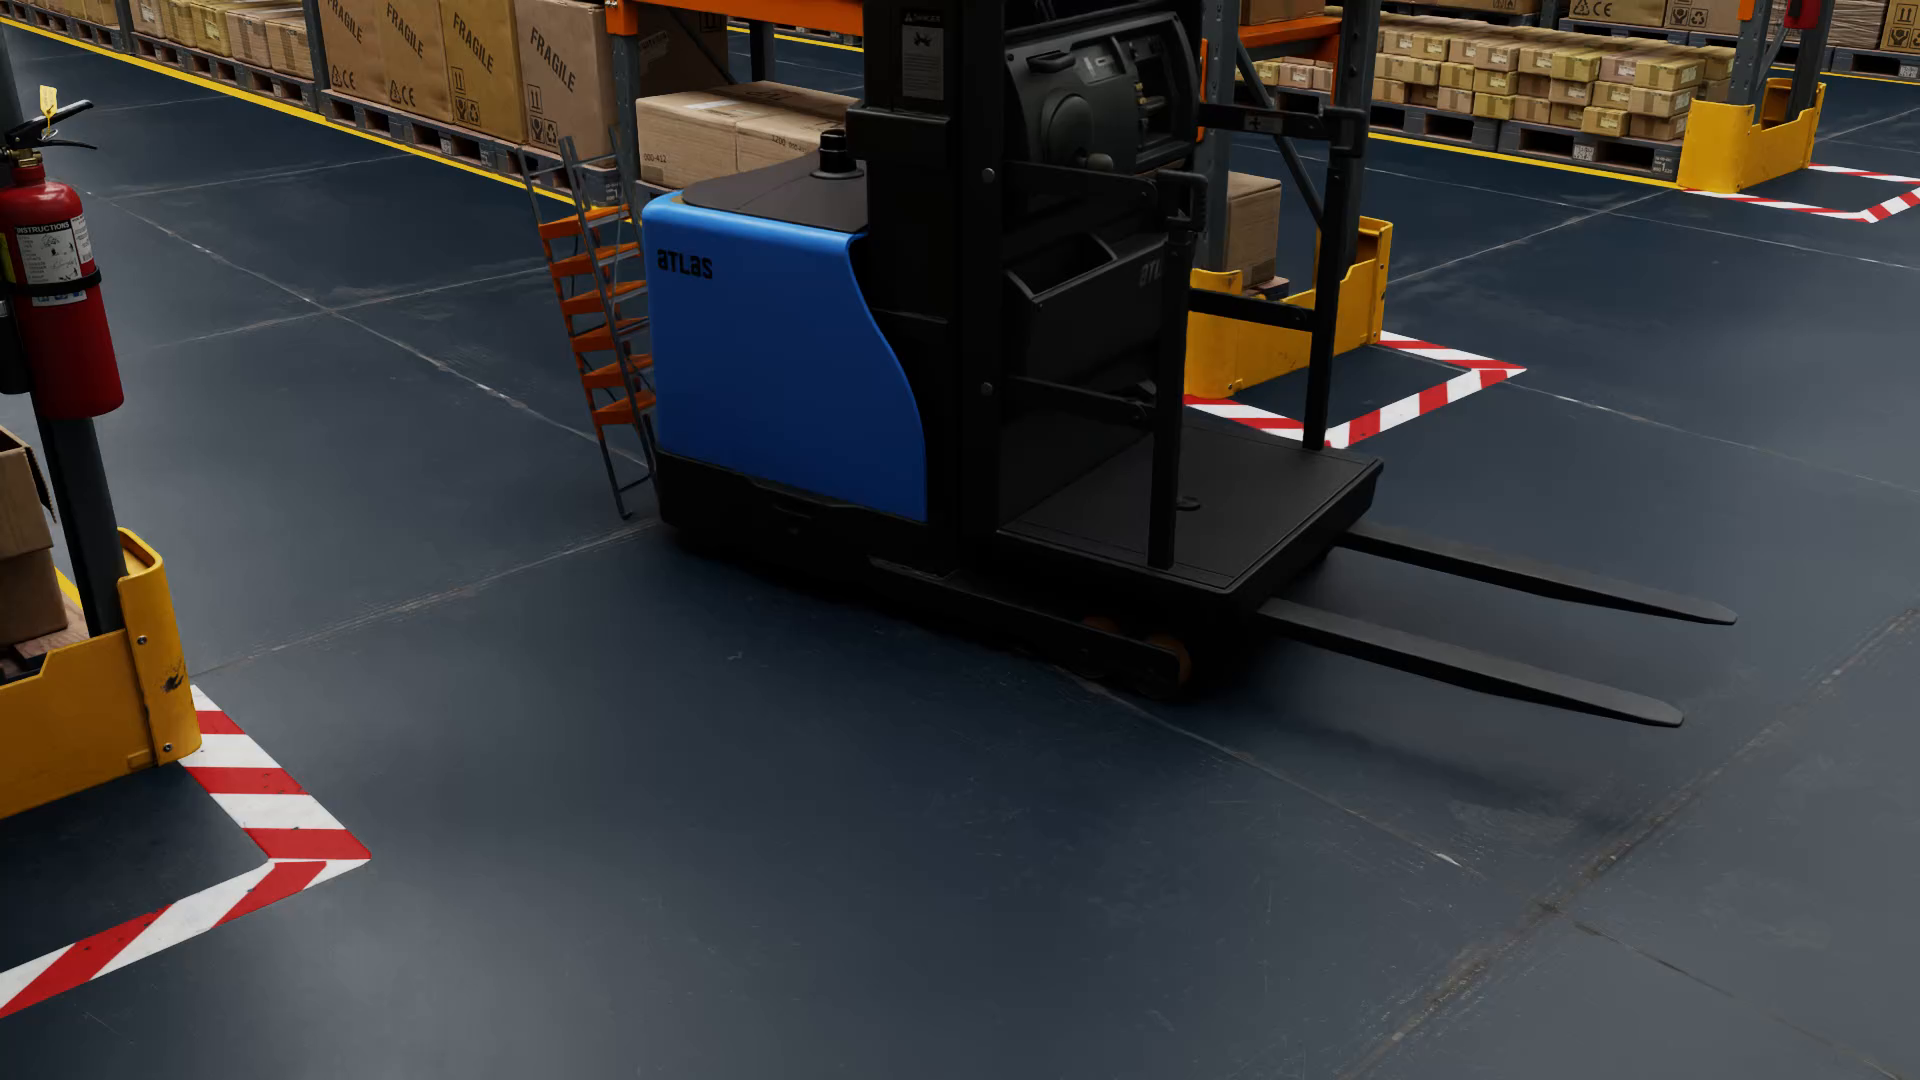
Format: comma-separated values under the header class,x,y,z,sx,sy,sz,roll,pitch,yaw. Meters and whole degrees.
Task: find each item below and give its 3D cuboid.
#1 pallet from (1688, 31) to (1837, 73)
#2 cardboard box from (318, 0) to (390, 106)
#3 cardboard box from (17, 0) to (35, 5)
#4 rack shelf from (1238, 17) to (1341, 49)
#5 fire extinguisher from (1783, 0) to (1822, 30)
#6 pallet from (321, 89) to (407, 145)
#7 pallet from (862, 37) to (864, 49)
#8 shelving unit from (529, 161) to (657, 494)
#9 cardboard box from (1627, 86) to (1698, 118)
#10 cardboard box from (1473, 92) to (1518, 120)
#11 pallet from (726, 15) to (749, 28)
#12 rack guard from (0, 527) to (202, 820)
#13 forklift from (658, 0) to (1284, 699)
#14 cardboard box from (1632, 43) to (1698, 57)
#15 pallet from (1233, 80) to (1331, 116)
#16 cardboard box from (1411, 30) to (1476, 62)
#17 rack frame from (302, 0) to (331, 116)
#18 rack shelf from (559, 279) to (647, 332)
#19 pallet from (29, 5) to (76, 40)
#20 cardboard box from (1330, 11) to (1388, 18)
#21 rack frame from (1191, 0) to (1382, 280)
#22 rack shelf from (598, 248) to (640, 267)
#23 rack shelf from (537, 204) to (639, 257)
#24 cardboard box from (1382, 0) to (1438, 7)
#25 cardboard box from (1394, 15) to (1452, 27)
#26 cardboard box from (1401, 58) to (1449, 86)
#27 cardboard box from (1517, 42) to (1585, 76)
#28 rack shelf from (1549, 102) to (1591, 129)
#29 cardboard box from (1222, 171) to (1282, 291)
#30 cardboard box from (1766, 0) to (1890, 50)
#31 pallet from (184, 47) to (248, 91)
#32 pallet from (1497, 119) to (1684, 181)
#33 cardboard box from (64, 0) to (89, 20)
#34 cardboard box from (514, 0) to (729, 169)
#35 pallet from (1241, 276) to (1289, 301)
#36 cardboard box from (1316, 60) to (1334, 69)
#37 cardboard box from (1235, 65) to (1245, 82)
class,x,y,z,sx,sy,sz,roll,pitch,yaw
pallet,7.072,-4.254,14.321,1.003,0.211,1.213,-21,32,-38
cardboard box,-3.785,-3.537,11.443,0.875,0.875,0.875,-22,32,-39
cardboard box,-8.972,-5.430,16.345,0.500,0.250,0.500,-20,31,-37
rack shelf,1.676,-5.360,8.314,5.869,4.714,3.910,-21,32,-38
fire extinguisher,4.651,-3.145,9.071,0.296,0.674,0.183,-21,32,-38
pallet,-3.713,-3.017,11.608,1.003,0.211,1.213,-21,32,-38
pallet,-0.119,-4.475,14.804,1.003,0.211,1.213,-21,32,-38
shelving unit,-1.088,-0.675,5.270,0.183,1.046,0.258,-1,20,34
cardboard box,4.247,-2.665,10.048,0.380,0.149,0.250,-22,33,-40
cardboard box,3.538,-2.835,10.780,0.250,0.149,0.380,22,33,39
pallet,-1.966,-5.341,16.704,1.003,0.211,1.213,-21,32,-38
rack guard,-2.401,0.402,3.767,1.175,0.500,0.348,-21,32,-38
forklift,7.597,-9.193,14.558,6.426,9.000,30.022,15,29,30
cardboard box,4.429,-3.026,10.481,0.380,0.149,0.250,-21,32,-38
pallet,2.566,-3.306,12.243,1.003,0.211,1.213,-21,32,-38
cardboard box,3.215,-3.289,11.058,0.380,0.149,0.250,-21,32,-38
rack frame,-4.197,-4.546,11.600,1.000,3.000,0.127,-21,32,-38
rack shelf,-1.103,-0.745,5.248,0.180,0.103,0.258,-1,20,34
pallet,-8.254,-5.052,16.070,1.003,0.211,1.213,-21,32,-38
cardboard box,2.894,-3.760,12.089,0.380,0.149,0.250,-22,32,-39
rack frame,1.271,-2.122,6.287,1.000,3.000,0.127,-21,32,-38
rack shelf,-1.132,-0.876,5.207,0.166,0.020,0.199,-1,20,34
rack shelf,-1.153,-0.969,5.178,0.180,0.103,0.258,-1,20,34
cardboard box,4.708,-5.828,16.465,0.875,0.875,1.225,22,33,40
cardboard box,3.267,-3.603,11.746,0.250,0.149,0.380,22,32,39
cardboard box,3.157,-3.134,11.075,0.380,0.149,0.250,-21,32,-38
cardboard box,3.738,-3.041,10.514,0.250,0.149,0.380,22,33,40
rack shelf,6.355,-8.873,21.137,20.650,2.538,14.821,-21,32,-38
cardboard box,0.747,-1.319,7.108,0.875,0.438,0.875,22,33,40
cardboard box,7.387,-4.604,13.783,0.875,0.875,0.875,-21,32,-38
pallet,-5.559,-3.884,13.509,1.003,0.211,1.213,-21,32,-38
pallet,4.234,-2.567,10.623,1.003,0.211,1.213,-21,32,-38
cardboard box,-7.902,-4.959,15.313,0.500,0.250,0.500,-22,33,-40
cardboard box,-1.945,-2.723,9.659,0.875,0.875,0.875,-20,31,-37
pallet,0.668,-1.073,7.348,1.003,0.211,1.213,-21,32,-38
cardboard box,2.710,-3.400,11.659,0.250,0.149,0.380,22,32,39
cardboard box,2.096,-3.461,12.152,0.250,0.149,0.380,22,33,40
